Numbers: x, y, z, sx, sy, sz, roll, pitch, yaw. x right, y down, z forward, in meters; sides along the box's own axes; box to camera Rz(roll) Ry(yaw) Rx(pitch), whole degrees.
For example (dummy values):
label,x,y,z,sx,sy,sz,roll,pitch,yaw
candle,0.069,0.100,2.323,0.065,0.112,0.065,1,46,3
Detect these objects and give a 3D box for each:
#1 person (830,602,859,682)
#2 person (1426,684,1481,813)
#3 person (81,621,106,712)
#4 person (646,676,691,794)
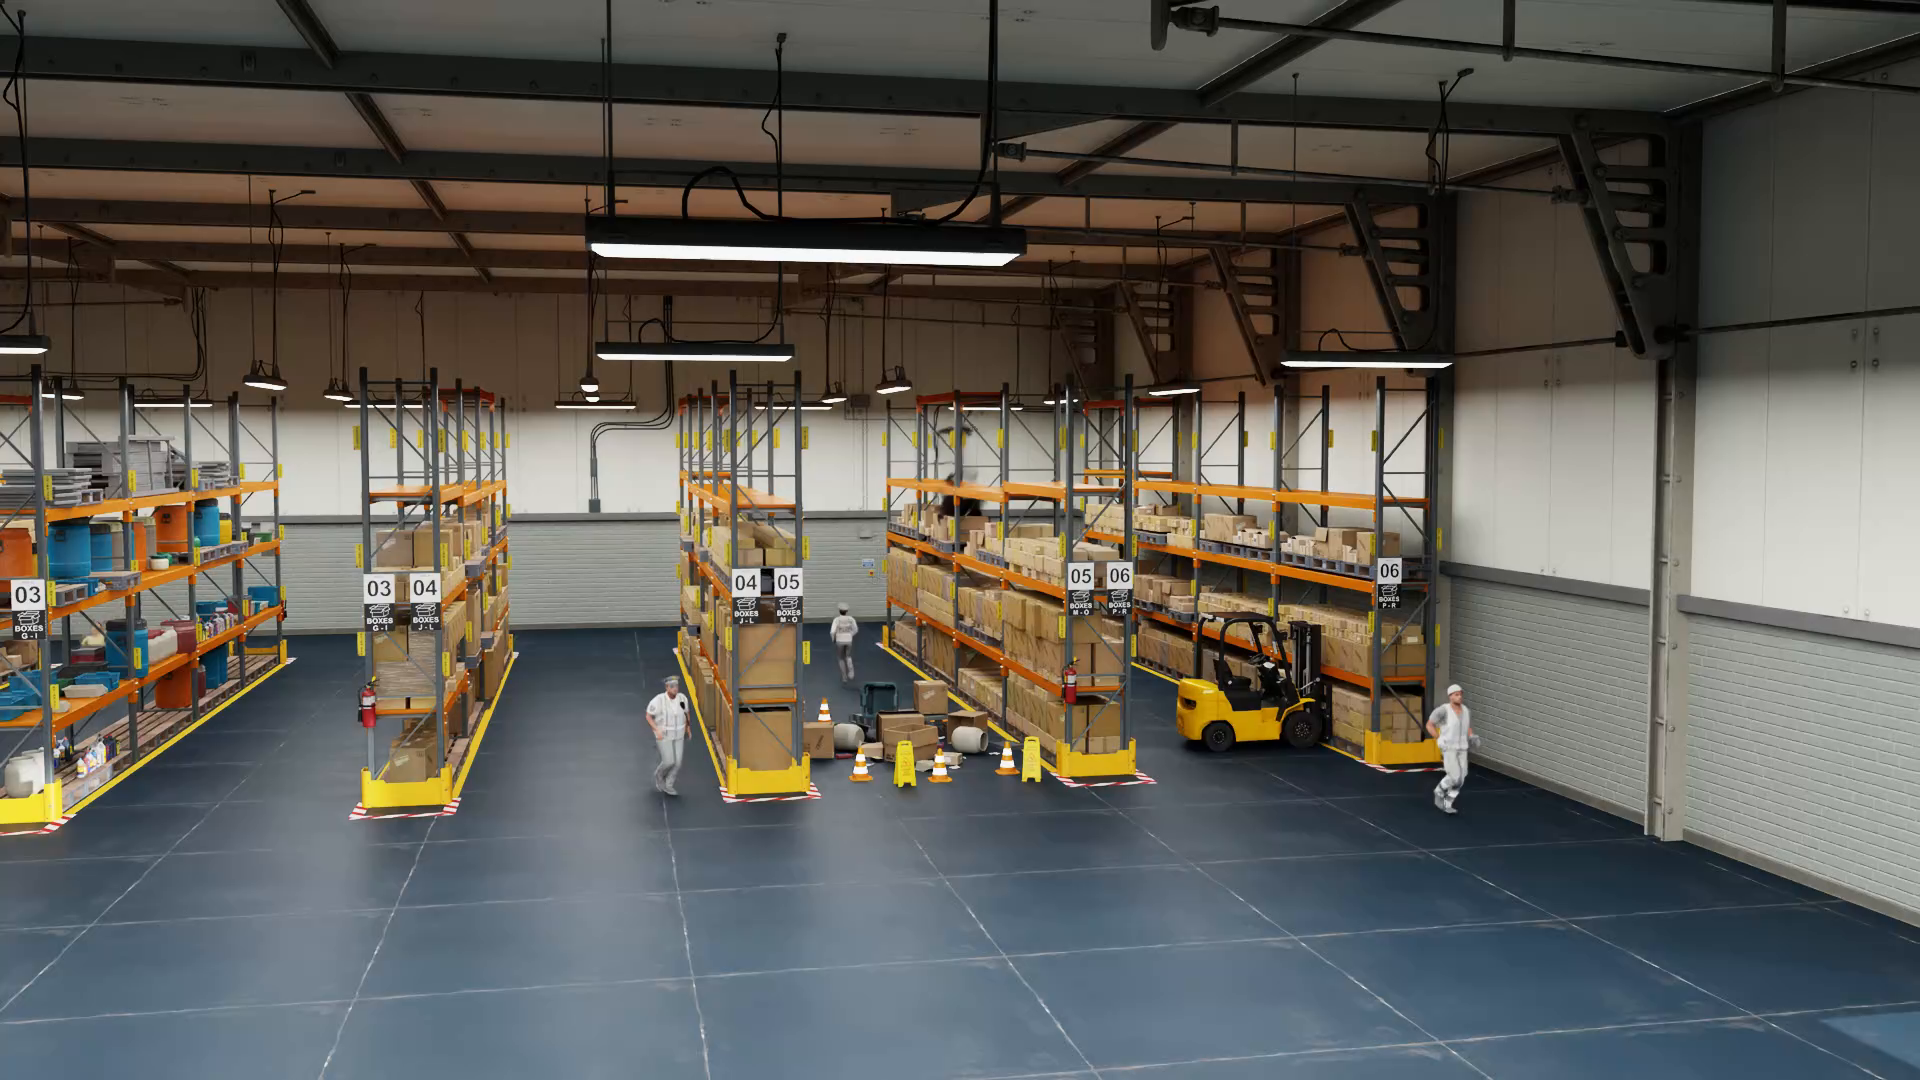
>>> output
label,x,y,z,sx,sy,sz,roll,pitch,yaw
person,-2.409,2.121,34.492,0.601,1.650,0.549,-1,4,-18
person,6.615,2.801,22.205,0.633,1.743,0.575,-1,4,-20
person,-16.048,2.330,30.932,0.587,1.643,0.898,-1,4,-17
person,-4.096,2.750,23.469,0.635,1.718,0.574,-2,4,-35
